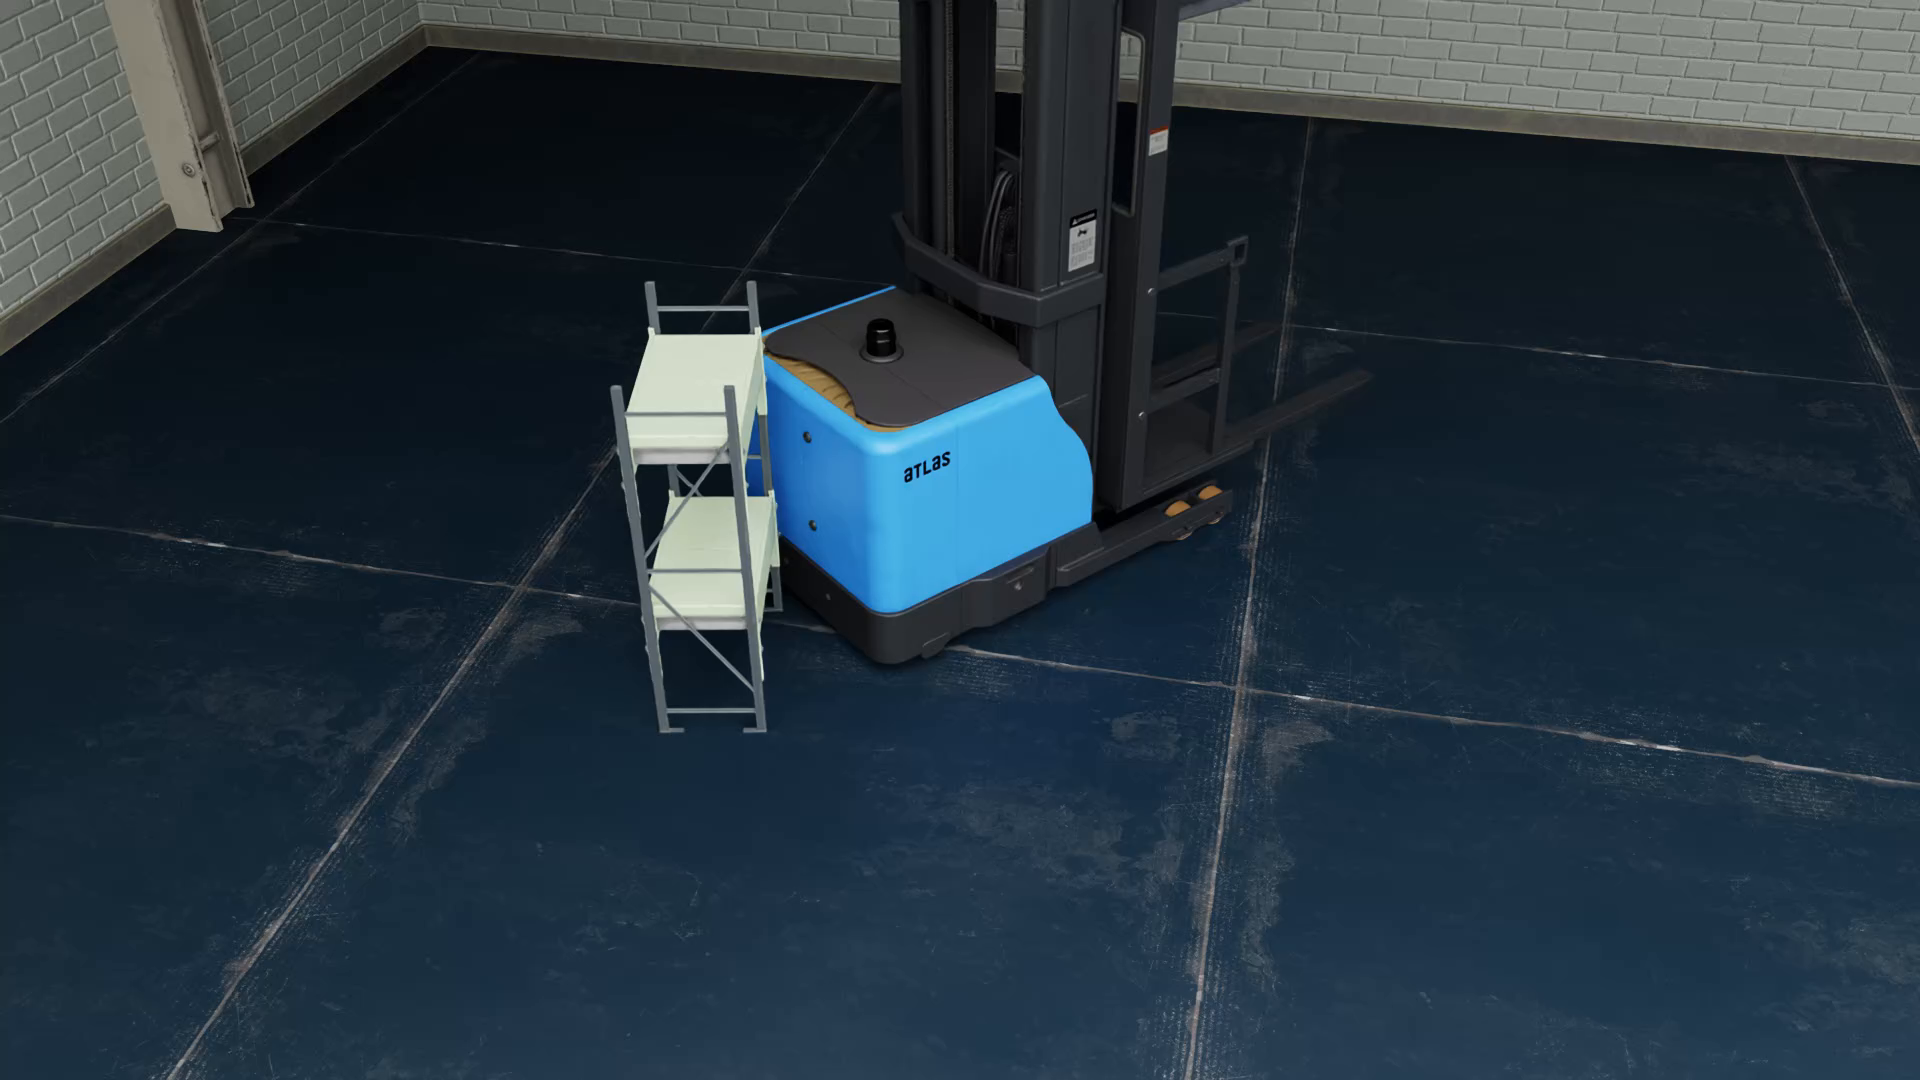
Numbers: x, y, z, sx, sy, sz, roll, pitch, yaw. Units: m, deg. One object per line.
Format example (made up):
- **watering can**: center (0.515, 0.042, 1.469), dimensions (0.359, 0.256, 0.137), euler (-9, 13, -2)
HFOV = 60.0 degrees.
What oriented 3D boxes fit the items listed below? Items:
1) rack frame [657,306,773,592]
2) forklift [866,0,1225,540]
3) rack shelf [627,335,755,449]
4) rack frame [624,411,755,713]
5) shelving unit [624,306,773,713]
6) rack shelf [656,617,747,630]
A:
- **rack frame**: center (-0.932, -0.317, 6.409), dimensions (0.380, 1.308, 0.010), euler (0, 36, 0)
- **forklift**: center (0.588, -1.404, 6.690), dimensions (3.031, 2.935, 1.109), euler (-25, 43, -30)
- **rack shelf**: center (-0.931, -0.527, 5.805), dimensions (0.368, 0.052, 0.686), euler (0, 36, 0)
- **rack frame**: center (-0.930, 0.112, 5.816), dimensions (0.380, 1.308, 0.010), euler (0, 36, 0)
- **shelving unit**: center (-0.931, -0.103, 6.113), dimensions (0.380, 1.308, 0.742), euler (0, 36, 0)
- **rack shelf**: center (-0.929, 0.103, 6.262), dimensions (0.332, 0.071, 0.664), euler (0, 36, 0)
